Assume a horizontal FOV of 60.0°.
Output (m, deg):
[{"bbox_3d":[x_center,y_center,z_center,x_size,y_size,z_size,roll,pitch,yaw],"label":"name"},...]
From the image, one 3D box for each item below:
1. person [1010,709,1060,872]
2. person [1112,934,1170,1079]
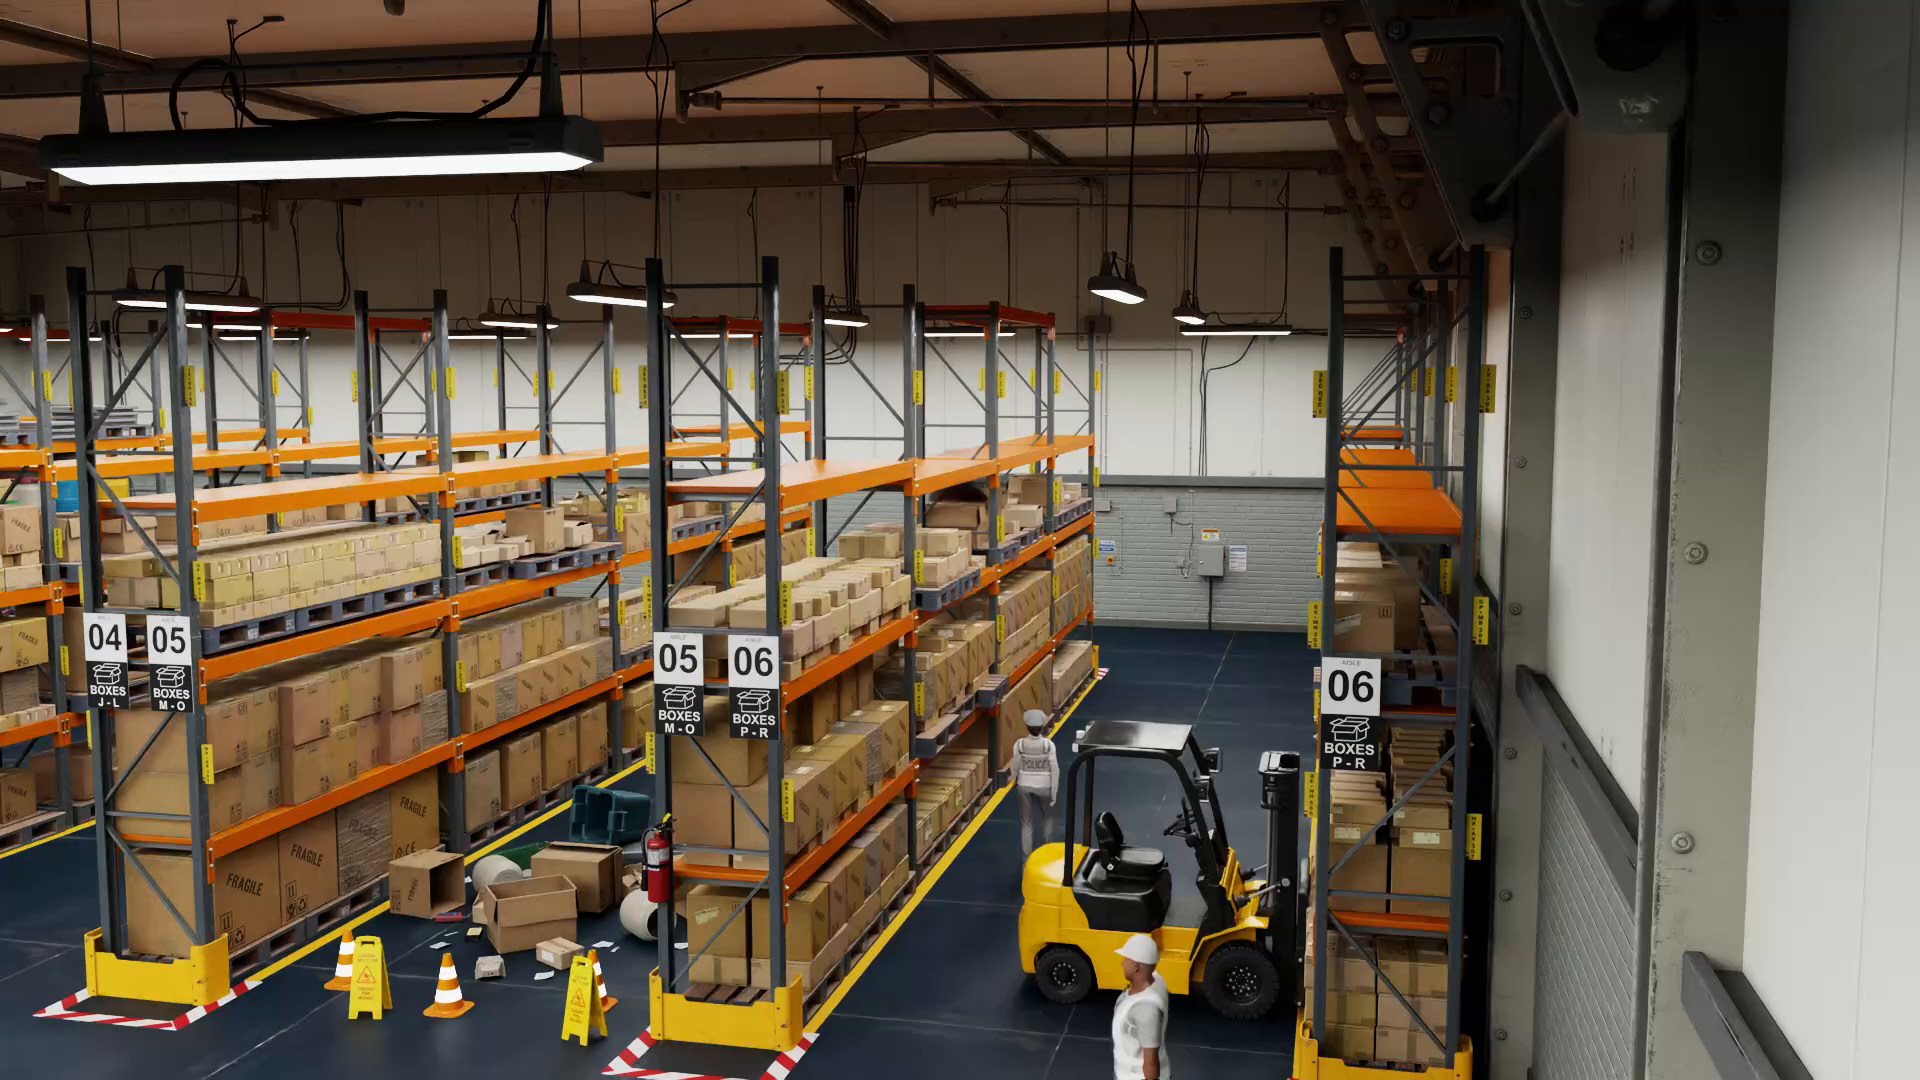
[{"bbox_3d":[0.784,2.587,17.228,0.526,1.710,0.732,1,6,11],"label":"person"},{"bbox_3d":[1.117,3.249,10.040,0.456,1.788,0.596,0,6,3],"label":"person"}]
